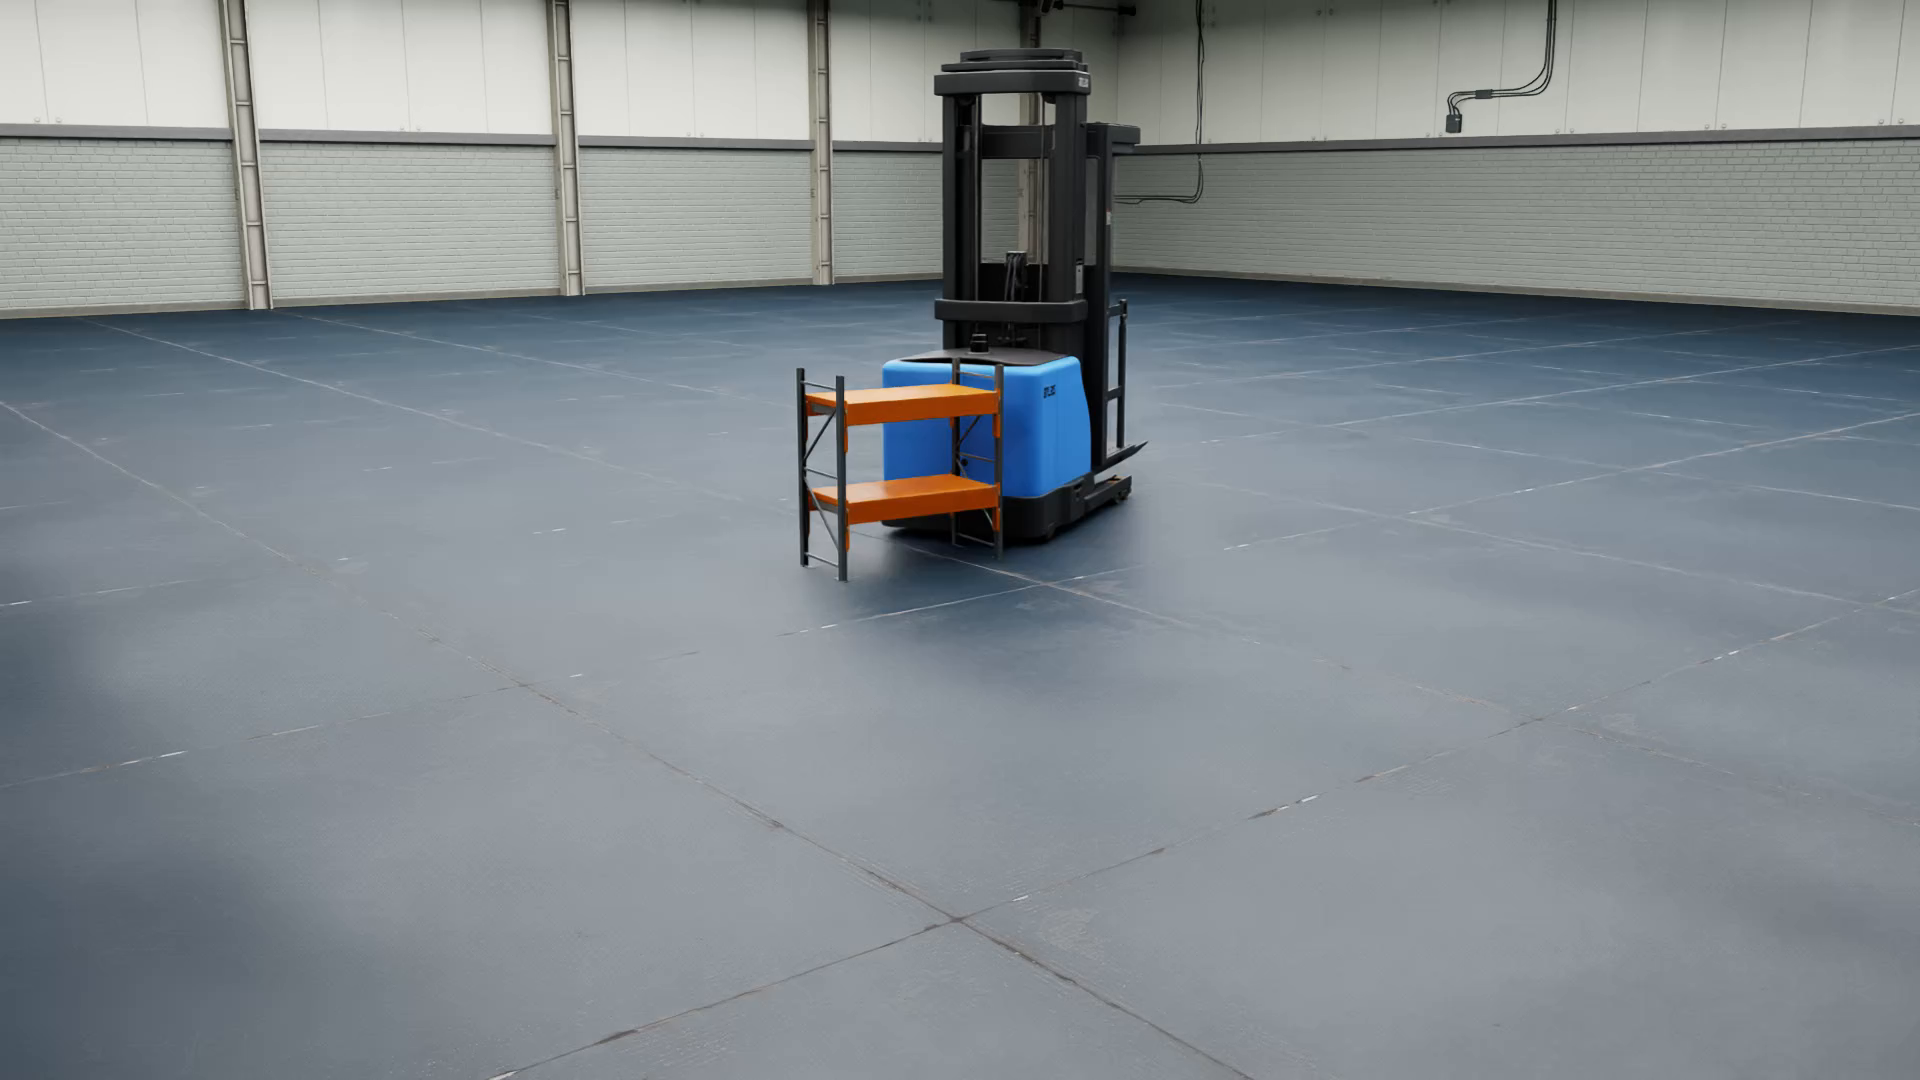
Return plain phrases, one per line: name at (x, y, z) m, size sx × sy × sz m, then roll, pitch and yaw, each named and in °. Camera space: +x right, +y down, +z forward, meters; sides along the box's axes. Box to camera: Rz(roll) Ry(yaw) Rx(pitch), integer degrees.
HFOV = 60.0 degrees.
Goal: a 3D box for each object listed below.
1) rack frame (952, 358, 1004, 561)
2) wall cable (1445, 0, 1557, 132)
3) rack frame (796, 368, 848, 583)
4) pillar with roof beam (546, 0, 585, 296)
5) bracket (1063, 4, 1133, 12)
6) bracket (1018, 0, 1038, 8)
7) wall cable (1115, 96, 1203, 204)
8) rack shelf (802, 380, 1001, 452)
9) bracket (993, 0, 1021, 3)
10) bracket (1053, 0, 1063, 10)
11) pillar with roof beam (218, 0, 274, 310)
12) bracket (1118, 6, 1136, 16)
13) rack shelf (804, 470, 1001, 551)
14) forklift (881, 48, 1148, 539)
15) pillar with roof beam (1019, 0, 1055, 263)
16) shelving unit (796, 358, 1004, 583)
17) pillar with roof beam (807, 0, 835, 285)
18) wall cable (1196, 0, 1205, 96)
rack frame at (0.098, -0.474, 9.655) m, size 0.032 × 1.125 × 0.500 m, roll -8°, pitch 14°, yaw -32°
wall cable at (10.711, -11.120, 32.646) m, size 0.169 × 6.003 × 2.305 m, roll -9°, pitch 15°, yaw -38°
rack frame at (-0.758, -0.361, 9.119) m, size 0.032 × 1.125 × 0.500 m, roll -8°, pitch 14°, yaw -32°
pillar with roof beam at (-5.015, -8.575, 28.849) m, size 0.400 × 9.000 × 9.100 m, roll -9°, pitch 15°, yaw -38°
bracket at (3.602, -12.819, 40.166) m, size 3.189 × 0.066 × 0.076 m, roll -9°, pitch 15°, yaw -38°
bracket at (1.564, -12.480, 38.571) m, size 0.430 × 0.232 × 0.235 m, roll -9°, pitch 15°, yaw -38°
wall cable at (4.793, -9.480, 40.583) m, size 0.112 × 2.526 × 3.097 m, roll -9°, pitch 15°, yaw -38°
rack shelf at (-0.330, -0.704, 9.326) m, size 1.000 × 0.278 × 0.538 m, roll -8°, pitch 14°, yaw -32°
bracket at (-0.448, -12.146, 36.997) m, size 4.783 × 0.066 × 0.076 m, roll -9°, pitch 15°, yaw -38°
bracket at (2.212, -12.588, 39.079) m, size 0.430 × 0.232 × 0.235 m, roll -9°, pitch 15°, yaw -38°
pillar with roof beam at (-9.700, -7.797, 25.182) m, size 0.400 × 9.000 × 9.100 m, roll -9°, pitch 15°, yaw -38°
bracket at (4.063, -12.895, 40.527) m, size 0.430 × 0.232 × 0.235 m, roll -9°, pitch 15°, yaw -38°
rack shelf at (-0.330, -0.178, 9.438) m, size 1.000 × 0.278 × 0.538 m, roll -8°, pitch 14°, yaw -32°
forklift at (0.539, -1.701, 11.085) m, size 1.130 × 2.935 × 3.031 m, roll 5°, pitch 13°, yaw 22°
pillar with roof beam at (4.356, -10.132, 36.182) m, size 0.548 × 9.000 × 9.100 m, roll -9°, pitch 15°, yaw -38°
shelving unit at (-0.330, -0.418, 9.387) m, size 1.048 × 1.125 × 0.538 m, roll -8°, pitch 14°, yaw -32°
pillar with roof beam at (-0.329, -9.354, 32.515) m, size 0.548 × 9.000 × 9.100 m, roll -9°, pitch 15°, yaw -38°
wall cable at (6.483, -11.511, 37.992) m, size 0.112 × 2.526 × 3.097 m, roll -9°, pitch 15°, yaw -38°
